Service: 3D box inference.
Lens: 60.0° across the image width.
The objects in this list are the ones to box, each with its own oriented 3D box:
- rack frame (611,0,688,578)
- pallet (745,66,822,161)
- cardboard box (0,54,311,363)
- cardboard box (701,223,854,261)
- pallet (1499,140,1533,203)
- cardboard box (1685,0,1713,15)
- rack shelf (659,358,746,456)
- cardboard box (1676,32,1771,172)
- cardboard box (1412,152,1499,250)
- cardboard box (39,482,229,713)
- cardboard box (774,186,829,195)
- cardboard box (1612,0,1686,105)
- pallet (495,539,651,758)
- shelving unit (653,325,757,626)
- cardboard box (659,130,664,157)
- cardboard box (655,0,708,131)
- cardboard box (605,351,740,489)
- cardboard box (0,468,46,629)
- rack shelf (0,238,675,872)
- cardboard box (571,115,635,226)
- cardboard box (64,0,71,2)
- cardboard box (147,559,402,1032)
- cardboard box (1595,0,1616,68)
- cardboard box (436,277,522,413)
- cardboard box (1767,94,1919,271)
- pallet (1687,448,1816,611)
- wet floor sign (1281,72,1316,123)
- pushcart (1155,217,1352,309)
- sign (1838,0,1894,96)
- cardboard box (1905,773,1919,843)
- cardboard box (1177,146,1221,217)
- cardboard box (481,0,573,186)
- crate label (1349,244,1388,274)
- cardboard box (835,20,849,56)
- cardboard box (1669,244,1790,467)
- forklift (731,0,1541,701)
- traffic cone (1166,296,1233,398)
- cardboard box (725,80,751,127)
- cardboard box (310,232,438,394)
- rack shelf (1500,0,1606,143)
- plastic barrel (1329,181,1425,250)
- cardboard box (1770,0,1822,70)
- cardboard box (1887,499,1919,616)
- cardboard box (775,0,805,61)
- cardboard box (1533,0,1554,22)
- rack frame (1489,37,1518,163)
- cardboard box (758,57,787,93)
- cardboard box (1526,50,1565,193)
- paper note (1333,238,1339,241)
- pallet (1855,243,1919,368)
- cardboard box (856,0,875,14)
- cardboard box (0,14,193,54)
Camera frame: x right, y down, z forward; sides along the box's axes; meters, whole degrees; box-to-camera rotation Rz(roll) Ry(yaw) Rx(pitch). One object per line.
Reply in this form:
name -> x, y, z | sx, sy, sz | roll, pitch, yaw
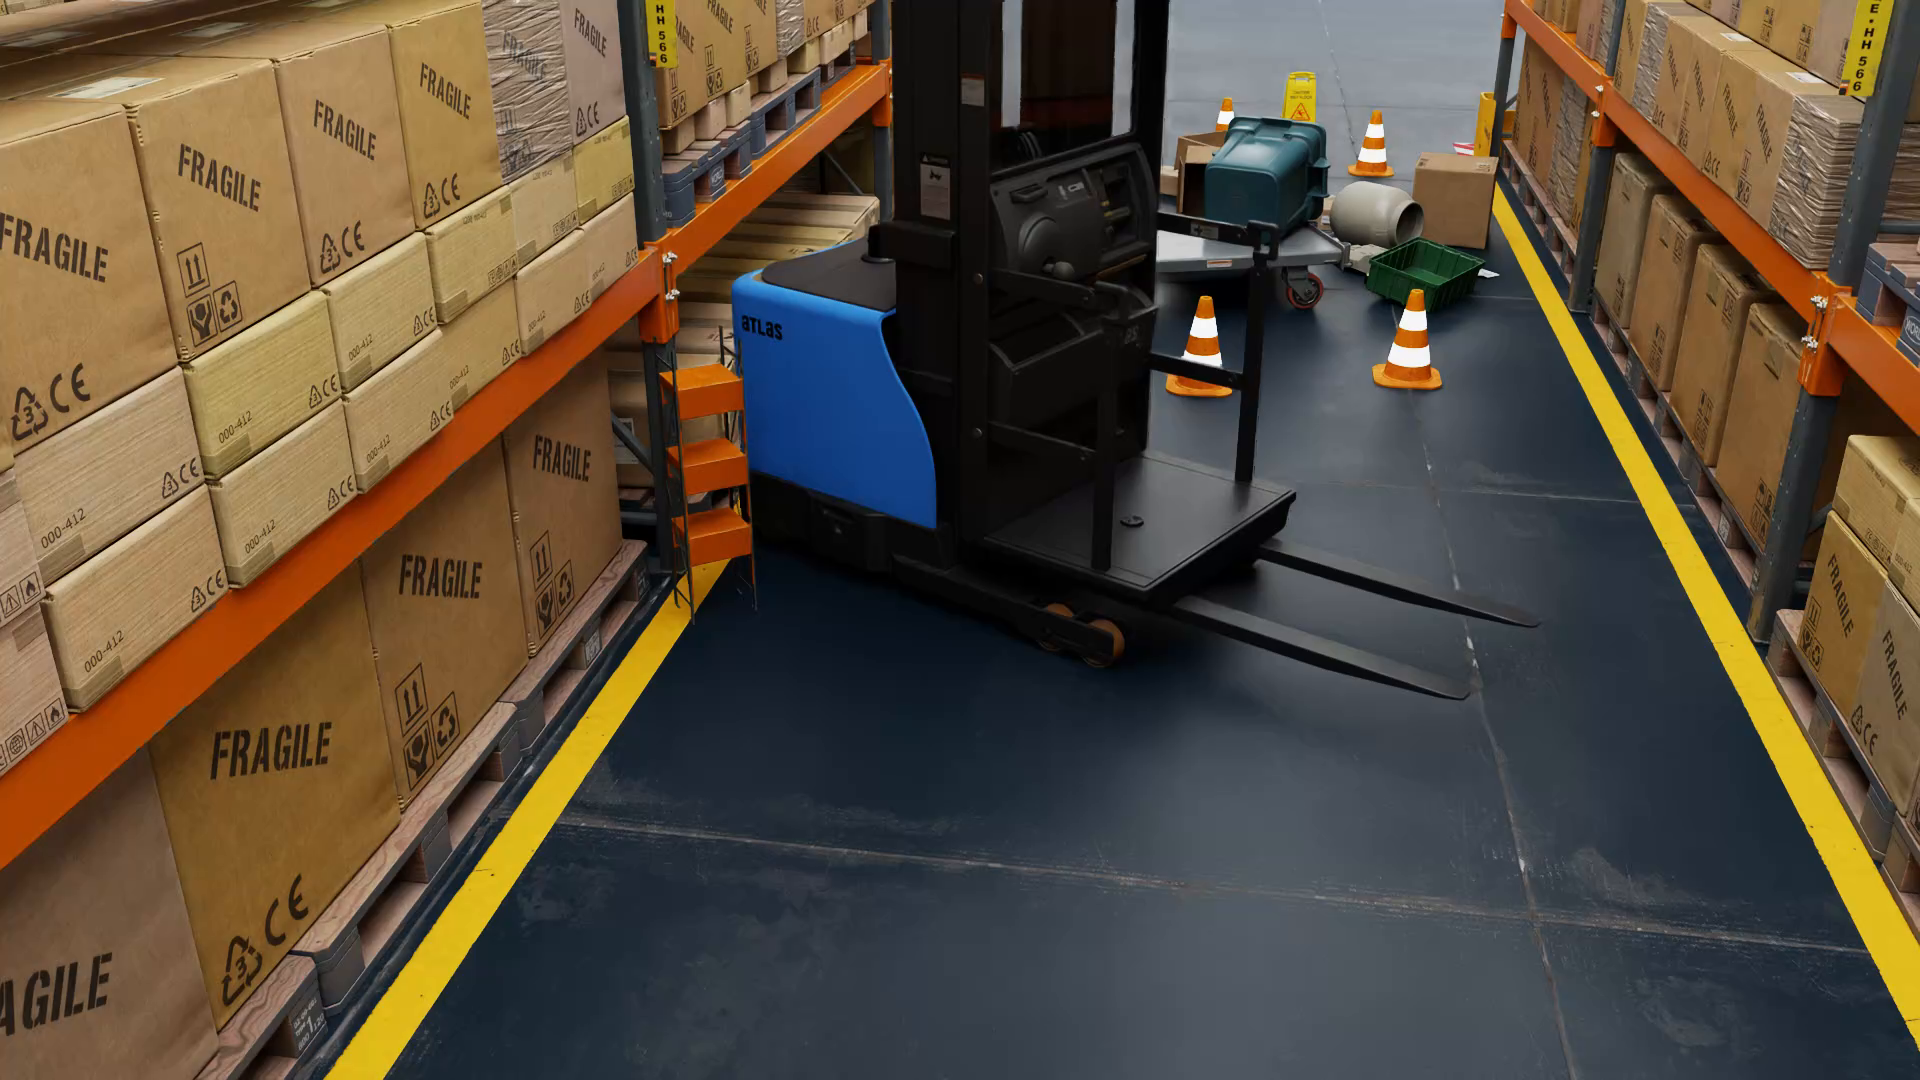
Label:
rack frame -> -1.556, -1.274, 5.933 | 1.000, 3.000, 0.127 | 4, 25, 9
pallet -> -1.273, -2.018, 7.749 | 1.003, 0.211, 1.213 | 4, 25, 9
cardboard box -> -1.714, -0.687, 3.383 | 0.500, 0.500, 0.500 | 3, 25, 7
cardboard box -> -1.100, -1.426, 8.863 | 0.950, 0.372, 0.625 | 6, 26, 12
pallet -> 4.597, -2.716, 12.304 | 1.003, 0.211, 1.213 | 4, 25, 9
cardboard box -> 3.840, -2.721, 7.727 | 0.700, 0.500, 0.500 | 4, 25, 8
rack shelf -> -0.912, -0.472, 5.876 | 0.240, 0.259, 0.215 | -13, 28, -26
cardboard box -> 3.397, -1.858, 7.062 | 0.500, 0.500, 0.500 | 4, 25, 9
cardboard box -> 3.238, -2.235, 10.933 | 0.500, 0.500, 0.500 | 8, 26, 18
cardboard box -> -1.795, 0.085, 3.208 | 0.500, 0.250, 0.500 | 3, 25, 7
cardboard box -> -1.071, -2.158, 10.569 | 0.500, 0.250, 0.500 | 5, 26, 11
cardboard box -> 3.646, -2.490, 8.414 | 0.500, 0.500, 0.500 | 4, 25, 9
pallet -> -1.760, 0.314, 5.831 | 1.003, 0.211, 1.213 | 4, 25, 9
shelving unit -> -0.913, -0.225, 5.992 | 0.252, 1.050, 0.215 | -13, 28, -26
cardboard box -> -1.320, -1.473, 6.160 | 0.380, 0.149, 0.250 | 3, 25, 5
cardboard box -> -1.255, -1.816, 6.128 | 0.500, 0.500, 0.500 | 3, 25, 7
cardboard box -> -1.454, -0.510, 6.905 | 0.950, 0.372, 0.625 | 2, 25, 5
cardboard box -> -1.860, 0.076, 2.636 | 0.500, 0.250, 0.500 | 3, 25, 7
rack shelf -> -1.883, -0.112, 4.299 | 1.077, 0.370, 4.000 | 4, 25, 9
cardboard box -> -1.385, -1.212, 5.389 | 0.500, 0.250, 0.500 | 4, 25, 8
cardboard box -> -5.470, -3.502, 10.575 | 0.500, 0.500, 0.500 | 3, 25, 7
cardboard box -> -2.048, 0.528, 4.095 | 0.875, 0.875, 0.875 | 5, 26, 10
cardboard box -> 4.046, -2.869, 9.164 | 0.875, 0.550, 0.550 | 4, 25, 9
cardboard box -> -1.549, -0.552, 4.568 | 0.500, 0.250, 0.500 | 4, 25, 8
cardboard box -> 3.152, -1.225, 5.712 | 0.500, 0.500, 0.500 | 4, 25, 9
pallet -> 3.547, -0.035, 6.575 | 1.003, 0.211, 1.213 | 4, 25, 9
wet floor sign -> 2.702, -3.402, 13.257 | 0.267, 0.644, 0.232 | 0, 25, -1
pushcart -> 1.355, -1.622, 9.770 | 1.648, 0.377, 0.936 | -5, 25, -10
sign -> 2.795, -1.535, 5.125 | 0.100, 0.325, 0.005 | 4, 25, 9
cardboard box -> 2.818, 0.672, 4.228 | 0.500, 0.500, 0.500 | 3, 25, 7
cardboard box -> 1.817, -2.249, 10.801 | 0.797, 0.637, 0.503 | 4, 25, 9
cardboard box -> -1.459, -1.322, 4.740 | 0.500, 0.500, 0.500 | 4, 25, 9
crate label -> 2.526, -1.740, 10.306 | 0.298, 0.136, 0.250 | -14, 29, -27
cardboard box -> -0.782, -2.569, 8.502 | 0.380, 0.149, 0.250 | 4, 25, 8
cardboard box -> 3.671, -0.759, 6.991 | 1.050, 0.750, 0.750 | 4, 25, 9
forklift -> 0.576, -1.137, 5.721 | 3.031, 2.935, 1.130 | 18, 31, 34
traffic cone -> 1.215, -0.992, 8.323 | 0.336, 0.463, 0.334 | 4, 25, 9
cardboard box -> -1.085, -1.814, 6.888 | 0.380, 0.149, 0.250 | 4, 25, 9
cardboard box -> -1.613, -0.565, 4.005 | 0.500, 0.250, 0.500 | 3, 25, 7
rack shelf -> 4.324, -3.157, 10.804 | 1.077, 0.370, 4.000 | 4, 25, 9
plastic barrel -> 2.669, -2.060, 10.652 | 0.421, 0.421, 0.512 | -20, 32, -36
cardboard box -> 3.590, -2.085, 6.368 | 0.700, 0.500, 0.500 | 4, 25, 8
cardboard box -> 2.909, 0.113, 4.539 | 0.500, 0.250, 0.500 | 4, 25, 8
cardboard box -> -1.007, -2.466, 7.516 | 0.500, 0.500, 0.500 | 3, 25, 7
cardboard box -> 4.351, -3.772, 11.092 | 0.875, 0.550, 0.550 | 4, 25, 9
rack frame -> 4.651, -4.319, 12.439 | 1.000, 3.000, 0.127 | 4, 25, 9
cardboard box -> -1.008, -2.146, 7.597 | 0.380, 0.149, 0.250 | 5, 26, 10
cardboard box -> 4.464, -2.891, 11.398 | 0.875, 0.875, 0.875 | 4, 25, 8
paper note -> 2.414, -1.993, 10.980 | 0.172, 0.023, 0.155 | 13, 28, 26
pallet -> 3.332, -0.581, 4.679 | 1.213, 0.211, 1.003 | 4, 25, 9
cardboard box -> -0.752, -3.108, 8.887 | 0.500, 0.500, 0.500 | 4, 25, 8
cardboard box -> -2.136, -0.948, 3.941 | 0.500, 0.500, 0.500 | 4, 25, 9
